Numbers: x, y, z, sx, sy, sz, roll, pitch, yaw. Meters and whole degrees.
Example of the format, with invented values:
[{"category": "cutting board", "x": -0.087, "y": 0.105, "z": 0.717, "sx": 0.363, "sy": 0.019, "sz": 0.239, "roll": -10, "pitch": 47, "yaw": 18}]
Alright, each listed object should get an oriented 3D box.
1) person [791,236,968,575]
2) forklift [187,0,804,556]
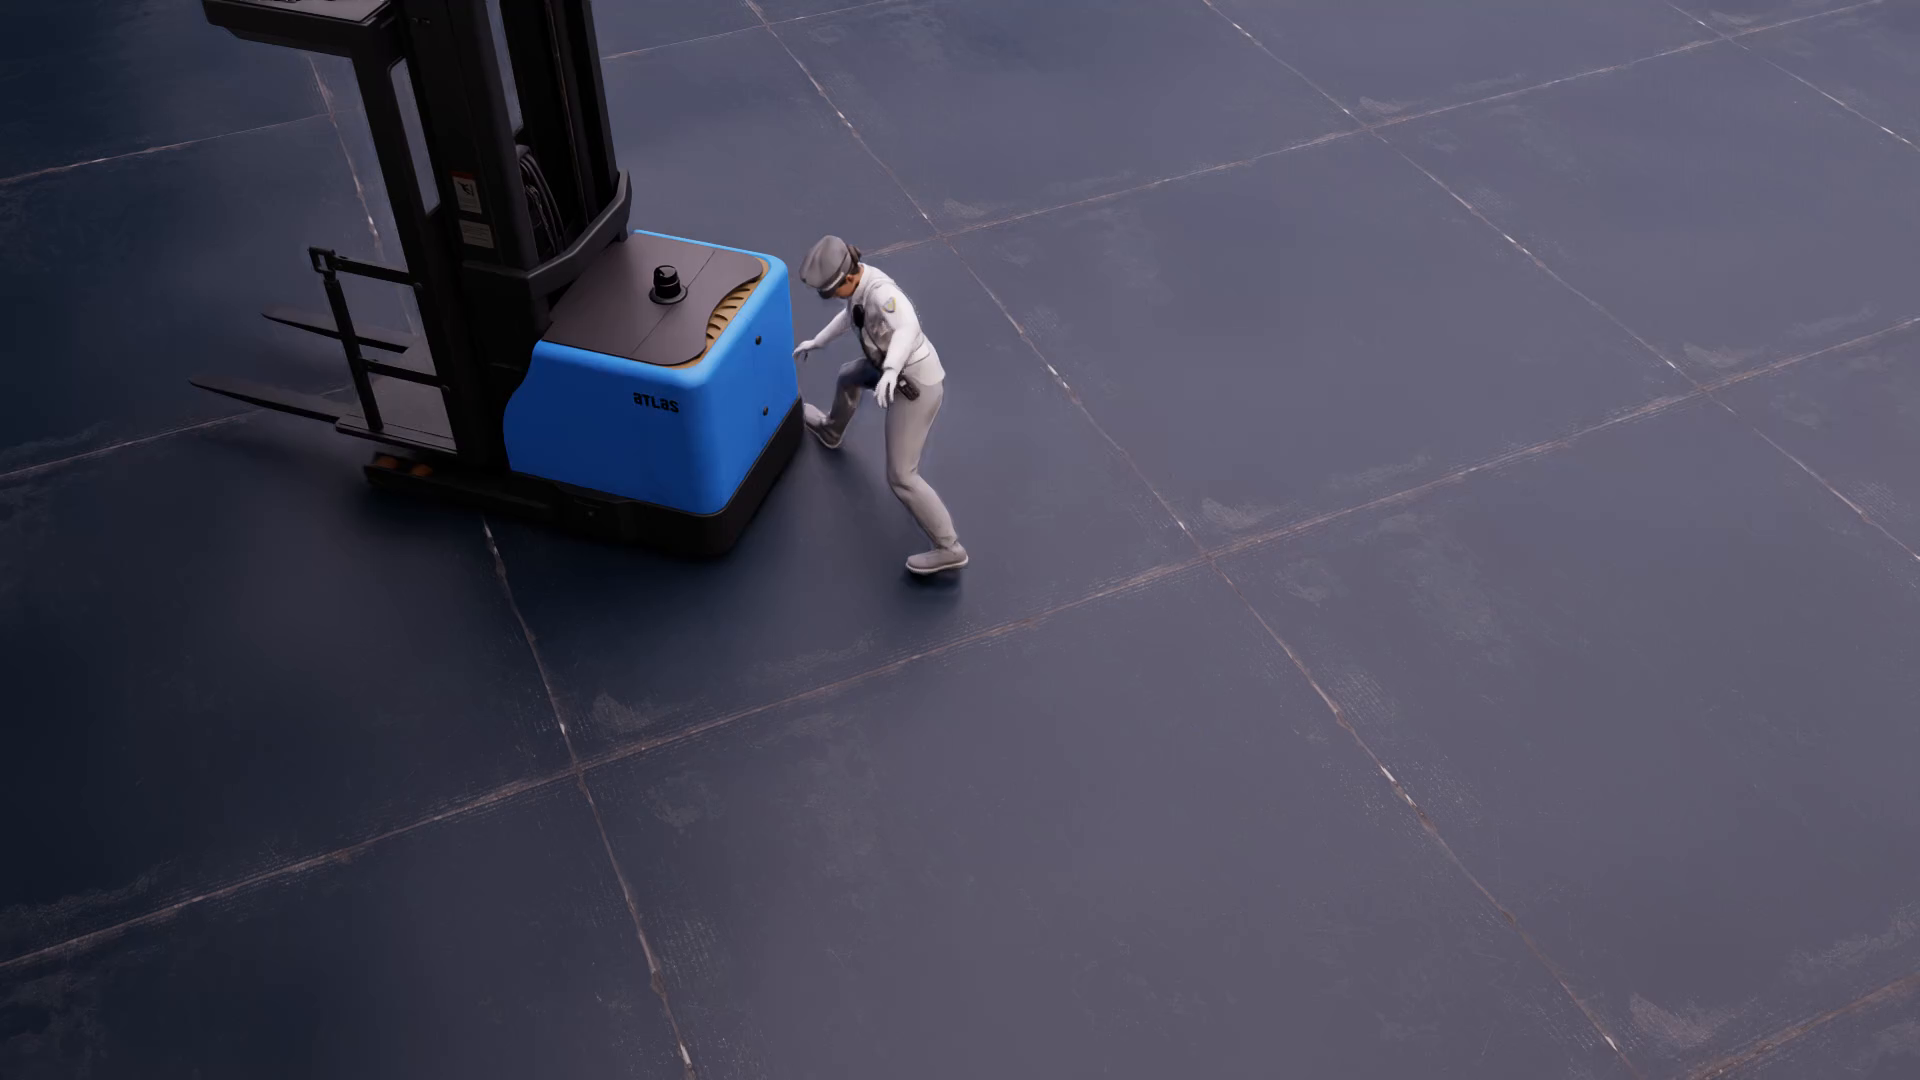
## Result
[{"category": "person", "x": -0.400, "y": -0.709, "z": 7.583, "sx": 0.703, "sy": 1.390, "sz": 1.238, "roll": -6, "pitch": 43, "yaw": -6}, {"category": "forklift", "x": -2.351, "y": -1.599, "z": 7.393, "sx": 3.031, "sy": 2.935, "sz": 1.130, "roll": 13, "pitch": 45, "yaw": 14}]
